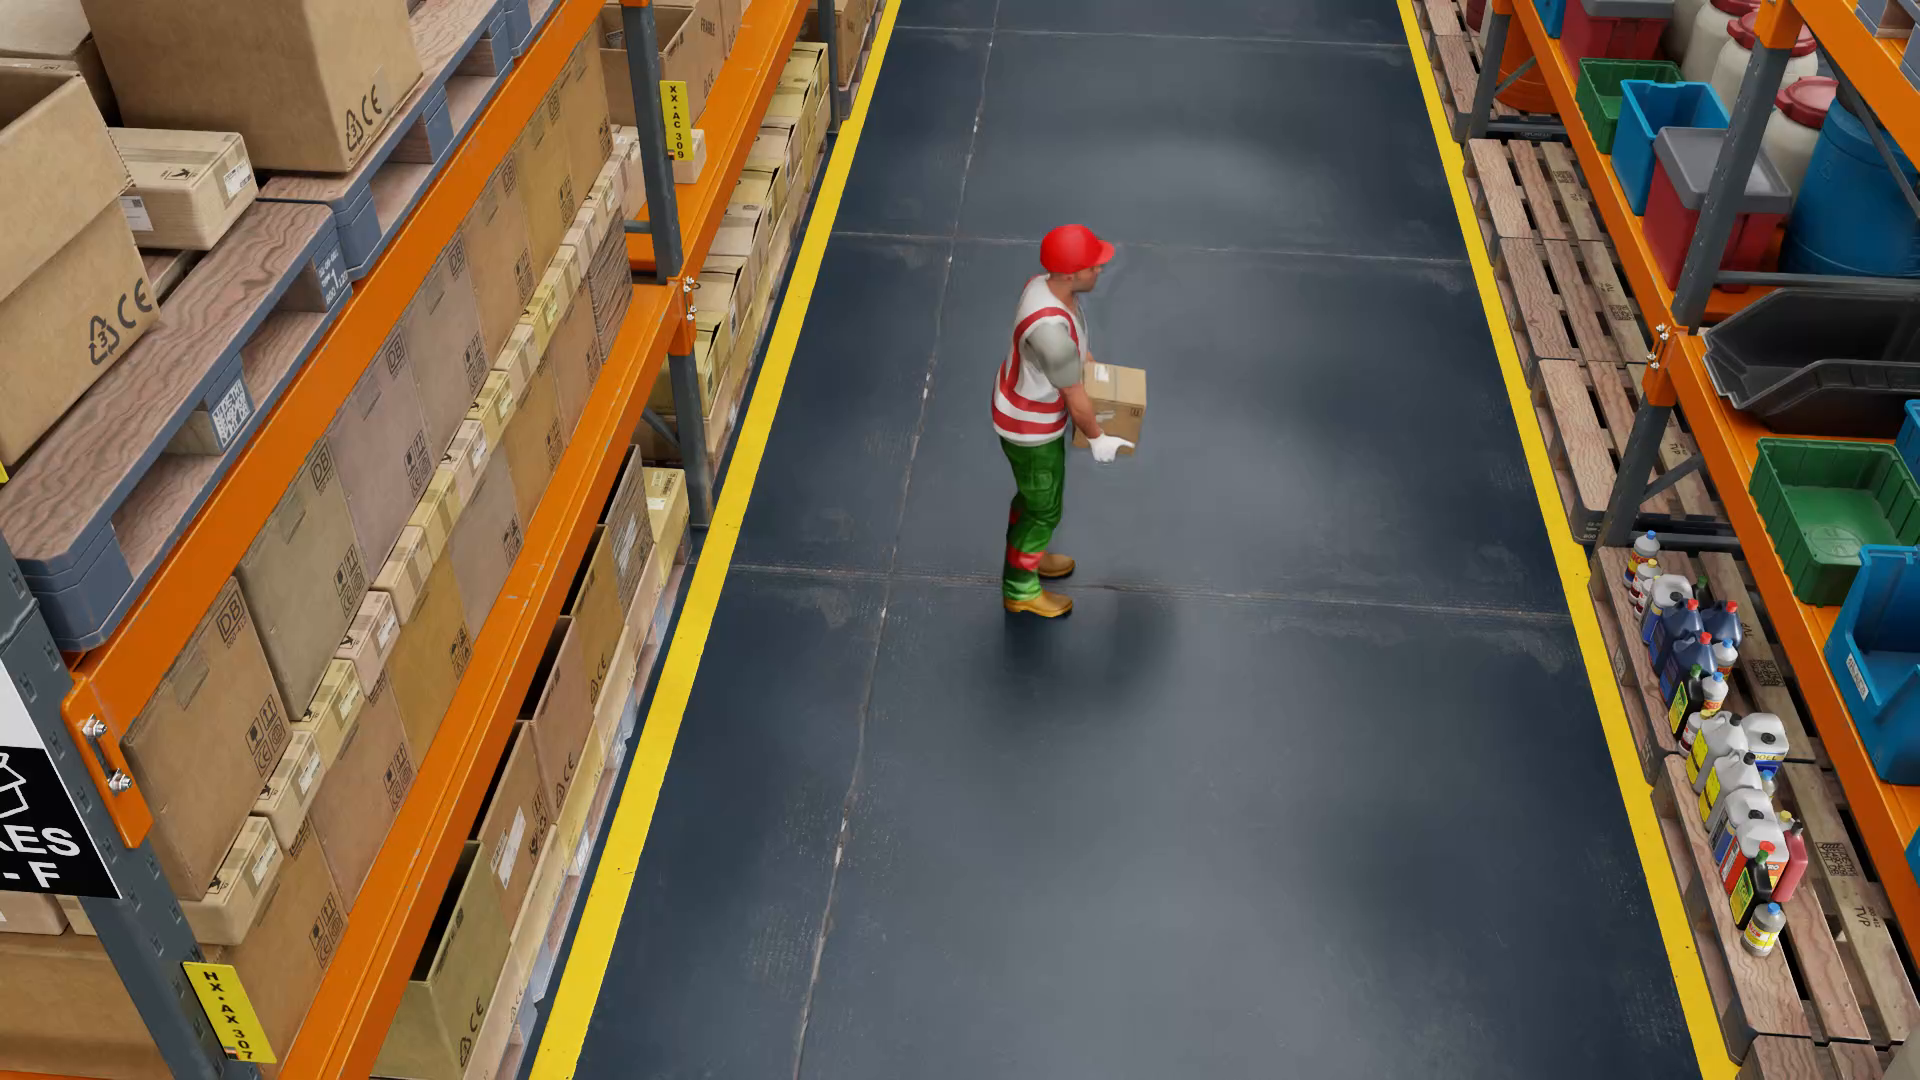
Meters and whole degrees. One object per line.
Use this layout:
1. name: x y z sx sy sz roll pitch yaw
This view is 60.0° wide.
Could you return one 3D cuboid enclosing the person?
1. person: 0.416 -0.481 6.727 0.581 1.772 0.491 3 40 3
